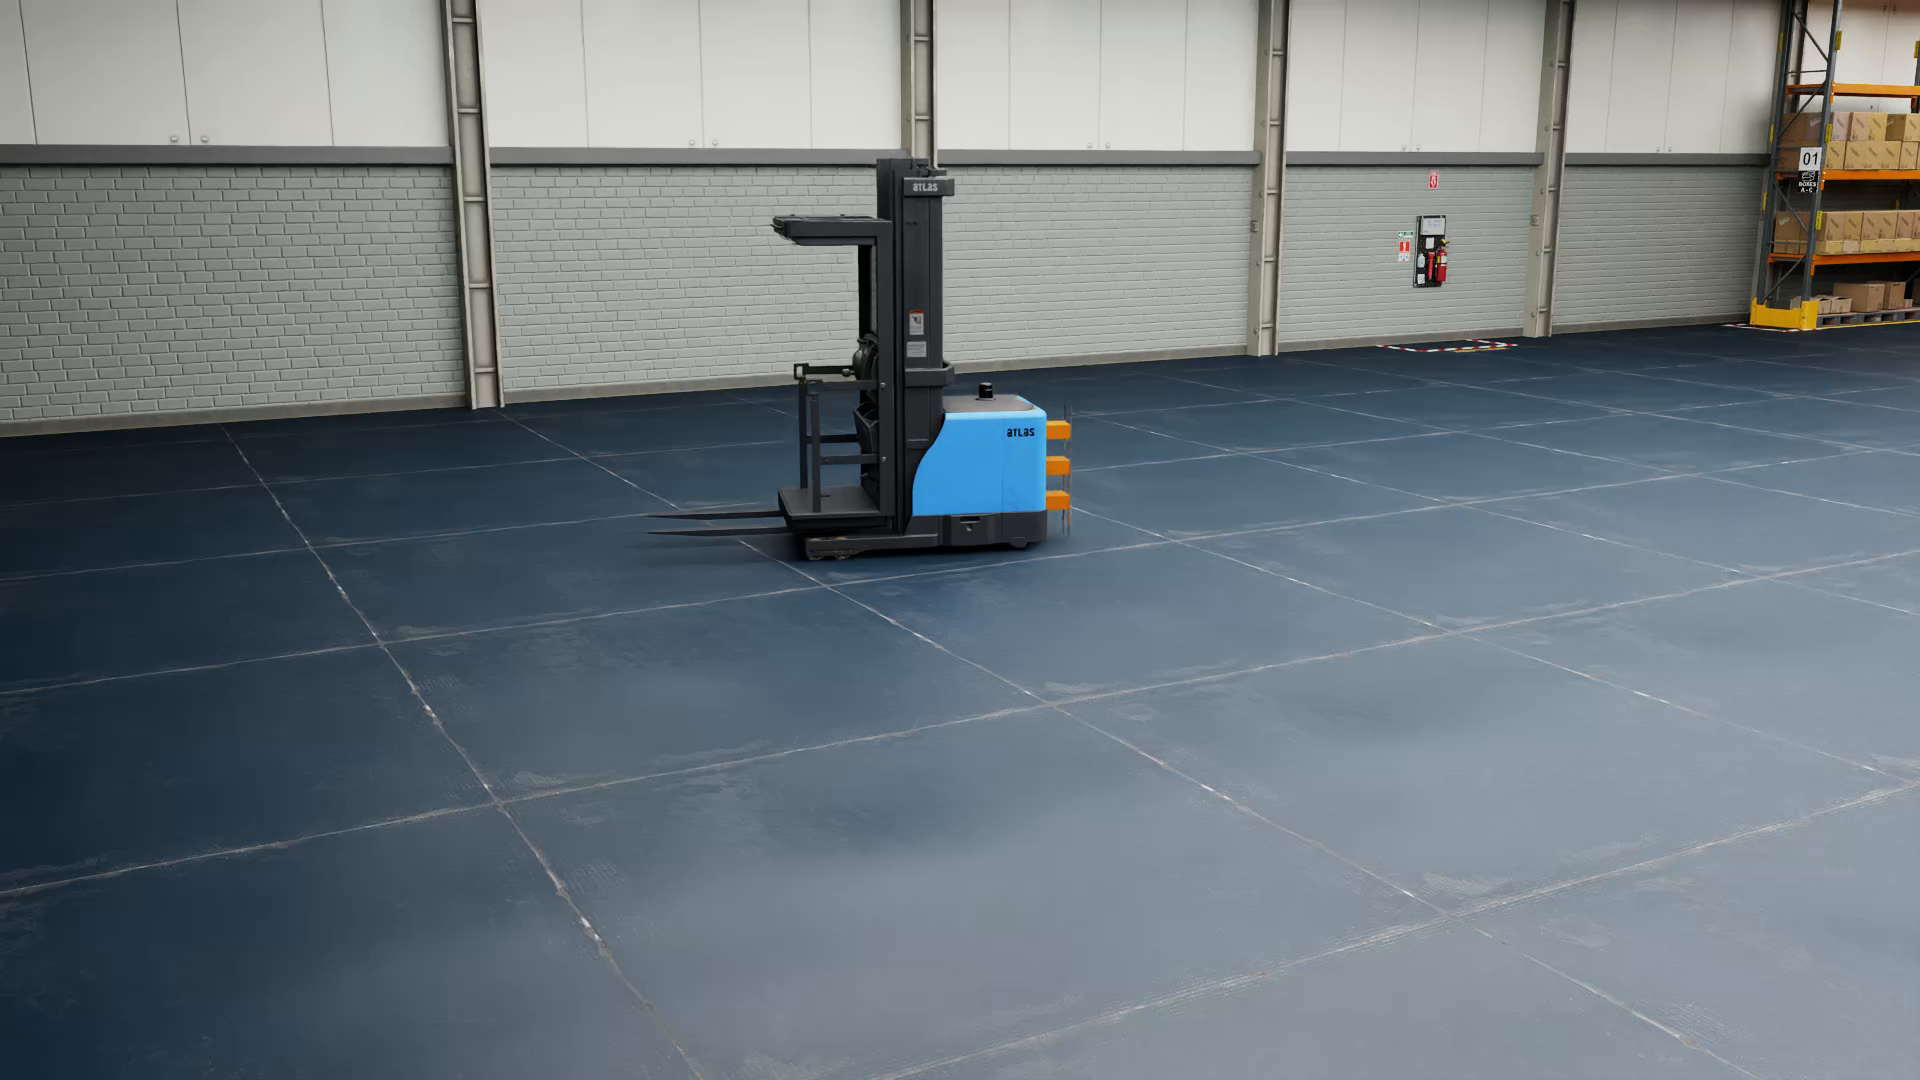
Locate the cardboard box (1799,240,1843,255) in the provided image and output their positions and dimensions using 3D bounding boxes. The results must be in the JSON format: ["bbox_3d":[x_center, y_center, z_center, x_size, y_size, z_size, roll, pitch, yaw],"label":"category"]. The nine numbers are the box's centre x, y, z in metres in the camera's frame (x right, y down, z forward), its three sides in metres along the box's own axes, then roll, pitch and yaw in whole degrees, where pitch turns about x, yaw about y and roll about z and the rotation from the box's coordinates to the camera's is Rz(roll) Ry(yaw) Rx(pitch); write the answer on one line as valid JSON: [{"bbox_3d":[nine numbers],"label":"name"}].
[{"bbox_3d":[15.629,-5.312,30.177,0.500,0.250,0.500,-7,15,-29],"label":"cardboard box"}]

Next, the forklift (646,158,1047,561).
[{"bbox_3d":[-0.897,-1.402,12.662,3.031,2.935,1.130,-2,13,-10],"label":"forklift"}]

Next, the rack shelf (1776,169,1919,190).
[{"bbox_3d":[16.804,-6.708,30.891,4.000,0.370,1.077,-7,14,-28],"label":"rack shelf"}]

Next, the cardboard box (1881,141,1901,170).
[{"bbox_3d":[16.864,-7.060,30.541,0.500,0.500,0.500,-6,14,-24],"label":"cardboard box"}]

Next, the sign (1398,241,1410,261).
[{"bbox_3d":[7.260,-4.721,27.173,0.234,0.329,0.001,-7,14,-28],"label":"sign"}]

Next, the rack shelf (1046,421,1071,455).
[{"bbox_3d":[0.727,-0.808,13.065,0.240,0.259,0.215,-2,13,-11],"label":"rack shelf"}]

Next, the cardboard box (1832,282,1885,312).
[{"bbox_3d":[16.867,-4.563,31.245,0.500,0.500,0.700,-8,15,-31],"label":"cardboard box"}]

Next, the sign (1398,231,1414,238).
[{"bbox_3d":[7.269,-4.978,27.109,0.331,0.109,0.001,-7,14,-28],"label":"sign"}]

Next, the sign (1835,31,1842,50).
[{"bbox_3d":[15.309,-8.702,28.972,0.005,0.325,0.100,-7,14,-28],"label":"sign"}]

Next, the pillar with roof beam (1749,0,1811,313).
[{"bbox_3d":[17.311,-7.723,26.929,0.400,9.000,9.100,-7,14,-28],"label":"pillar with roof beam"}]

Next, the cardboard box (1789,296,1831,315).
[{"bbox_3d":[15.699,-4.344,30.700,0.500,0.311,0.500,-9,15,-34],"label":"cardboard box"}]

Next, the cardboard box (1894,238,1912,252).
[{"bbox_3d":[17.414,-5.528,31.135,0.500,0.250,0.500,-7,14,-28],"label":"cardboard box"}]

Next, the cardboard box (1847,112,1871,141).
[{"bbox_3d":[15.968,-7.432,29.917,0.500,0.500,0.500,-7,14,-29],"label":"cardboard box"}]

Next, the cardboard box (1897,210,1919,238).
[{"bbox_3d":[17.858,-5.946,31.284,0.500,0.500,0.500,-7,14,-28],"label":"cardboard box"}]

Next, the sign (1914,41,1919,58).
[{"bbox_3d":[18.289,-9.372,31.770,0.005,0.325,0.100,-7,14,-28],"label":"sign"}]

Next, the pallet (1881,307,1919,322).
[{"bbox_3d":[17.987,-4.368,32.038,1.213,0.211,1.003,-7,14,-28],"label":"pallet"}]

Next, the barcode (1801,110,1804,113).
[{"bbox_3d":[15.432,-7.849,30.450,0.075,0.075,0.001,-7,14,-28],"label":"barcode"}]

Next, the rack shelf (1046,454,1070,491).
[{"bbox_3d":[0.727,-0.531,13.127,0.240,0.259,0.215,-2,13,-11],"label":"rack shelf"}]

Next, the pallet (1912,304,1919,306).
[{"bbox_3d":[19.242,-4.528,32.748,1.213,0.211,1.003,-7,14,-28],"label":"pallet"}]

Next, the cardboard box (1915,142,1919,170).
[{"bbox_3d":[17.785,-7.176,31.060,0.500,0.500,0.500,-8,15,-33],"label":"cardboard box"}]

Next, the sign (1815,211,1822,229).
[{"bbox_3d":[15.309,-5.703,29.647,0.005,0.325,0.100,-7,14,-28],"label":"sign"}]

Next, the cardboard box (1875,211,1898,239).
[{"bbox_3d":[16.954,-5.840,30.814,0.500,0.500,0.500,-6,14,-26],"label":"cardboard box"}]

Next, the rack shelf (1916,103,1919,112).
[{"bbox_3d":[20.315,-8.397,32.475,4.000,0.370,1.077,-7,14,-28],"label":"rack shelf"}]

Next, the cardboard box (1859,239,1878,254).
[{"bbox_3d":[16.528,-5.422,30.665,0.500,0.250,0.500,-7,15,-29],"label":"cardboard box"}]

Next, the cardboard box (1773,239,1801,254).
[{"bbox_3d":[15.366,-5.408,30.605,0.500,0.250,0.500,-7,14,-27],"label":"cardboard box"}]

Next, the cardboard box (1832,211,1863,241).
[{"bbox_3d":[16.050,-5.730,30.327,0.500,0.500,0.500,-7,14,-28],"label":"cardboard box"}]

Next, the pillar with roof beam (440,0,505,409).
[{"bbox_3d":[-3.754,-5.198,15.710,0.400,9.000,9.100,-7,14,-28],"label":"pillar with roof beam"}]

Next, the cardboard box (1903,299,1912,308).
[{"bbox_3d":[18.105,-4.576,32.063,0.250,0.166,0.380,-9,16,-35],"label":"cardboard box"}]

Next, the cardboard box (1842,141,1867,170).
[{"bbox_3d":[15.951,-6.944,30.027,0.500,0.500,0.500,-6,14,-24],"label":"cardboard box"}]

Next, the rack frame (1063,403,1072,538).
[{"bbox_3d":[0.847,-0.547,13.147,0.008,1.050,0.200,-2,13,-11],"label":"rack frame"}]

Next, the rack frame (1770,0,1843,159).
[{"bbox_3d":[15.049,-8.312,29.548,0.127,3.000,1.000,-7,14,-28],"label":"rack frame"}]

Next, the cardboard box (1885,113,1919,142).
[{"bbox_3d":[17.320,-7.594,30.639,0.500,0.500,0.500,-7,15,-30],"label":"cardboard box"}]

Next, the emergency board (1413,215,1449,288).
[{"bbox_3d":[7.795,-4.742,27.347,0.643,1.169,0.194,-7,14,-28],"label":"emergency board"}]

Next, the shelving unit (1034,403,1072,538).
[{"bbox_3d":[0.727,-0.542,13.125,0.252,1.050,0.215,-2,13,-11],"label":"shelving unit"}]

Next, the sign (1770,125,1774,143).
[{"bbox_3d":[14.800,-7.390,30.264,0.005,0.325,0.100,-7,14,-28],"label":"sign"}]

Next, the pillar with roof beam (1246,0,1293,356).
[{"bbox_3d":[6.779,-6.460,21.320,0.400,9.000,9.100,-7,14,-28],"label":"pillar with roof beam"}]

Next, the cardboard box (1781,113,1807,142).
[{"bbox_3d":[15.302,-7.491,30.180,0.500,0.500,0.500,-6,14,-25],"label":"cardboard box"}]

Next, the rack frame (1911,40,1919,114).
[{"bbox_3d":[18.560,-8.733,31.418,0.127,3.000,1.000,-7,14,-28],"label":"rack frame"}]
